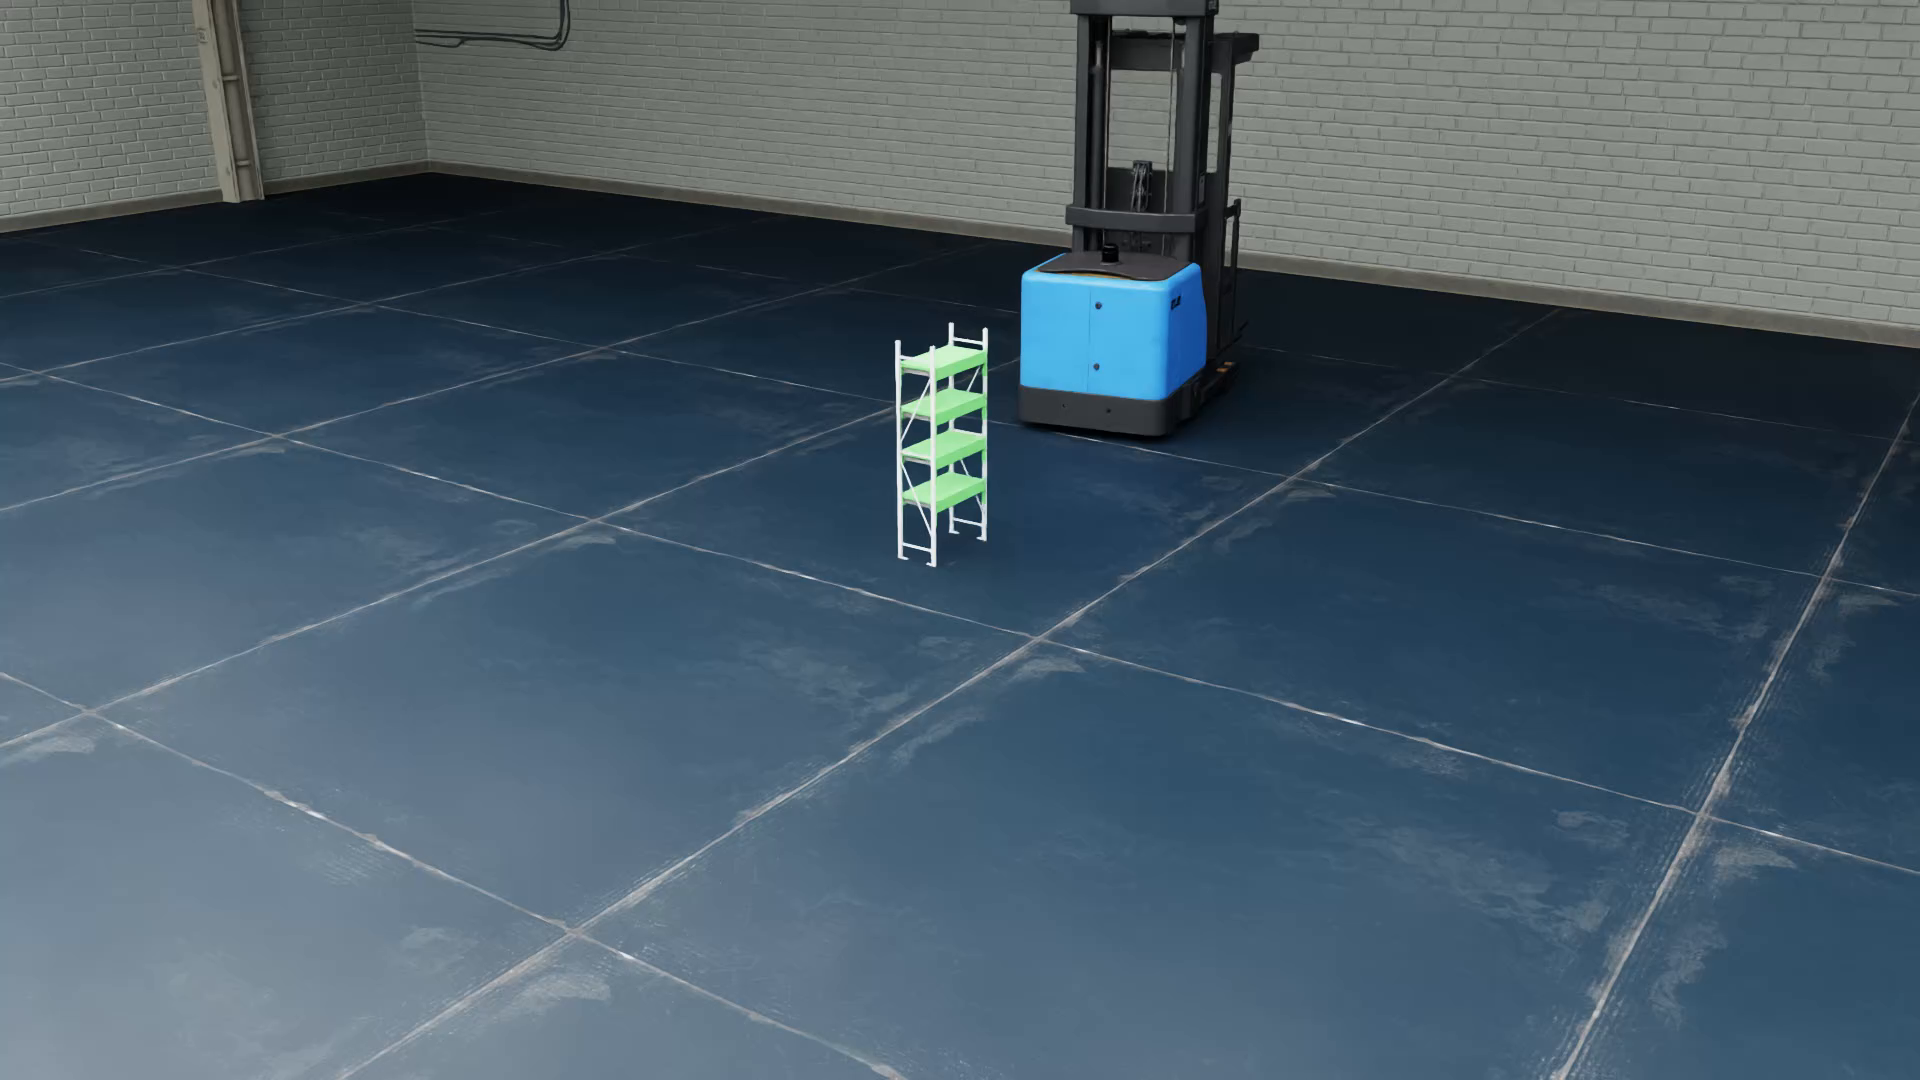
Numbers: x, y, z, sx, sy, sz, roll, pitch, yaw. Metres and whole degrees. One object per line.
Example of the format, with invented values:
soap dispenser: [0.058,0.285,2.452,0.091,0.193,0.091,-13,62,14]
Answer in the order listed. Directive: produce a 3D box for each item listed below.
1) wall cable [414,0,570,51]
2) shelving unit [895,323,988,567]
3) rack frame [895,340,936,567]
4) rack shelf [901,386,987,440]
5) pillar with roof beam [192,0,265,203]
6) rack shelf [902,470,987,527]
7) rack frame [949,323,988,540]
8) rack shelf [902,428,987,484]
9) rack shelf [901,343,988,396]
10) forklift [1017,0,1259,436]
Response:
wall cable: [-6.174,-7.587,21.281,3.097,2.526,0.112,13,24,32]
shelving unit: [-0.093,-0.515,8.928,0.258,1.200,0.503,13,24,32]
rack frame: [-0.230,-0.445,8.739,0.240,1.200,0.015,13,24,32]
rack shelf: [-0.093,-0.680,8.867,0.258,0.148,0.480,13,24,32]
pillar with roof beam: [-5.364,-7.617,16.885,9.100,9.000,0.400,13,24,32]
rack shelf: [-0.093,-0.230,9.034,0.258,0.148,0.480,13,24,32]
rack frame: [0.044,-0.585,9.118,0.240,1.200,0.015,13,24,32]
rack shelf: [-0.093,-0.455,8.951,0.258,0.148,0.480,13,24,32]
rack shelf: [-0.093,-0.906,8.784,0.258,0.148,0.480,13,24,32]
forklift: [1.440,-2.531,11.882,1.130,2.935,3.031,9,22,22]
